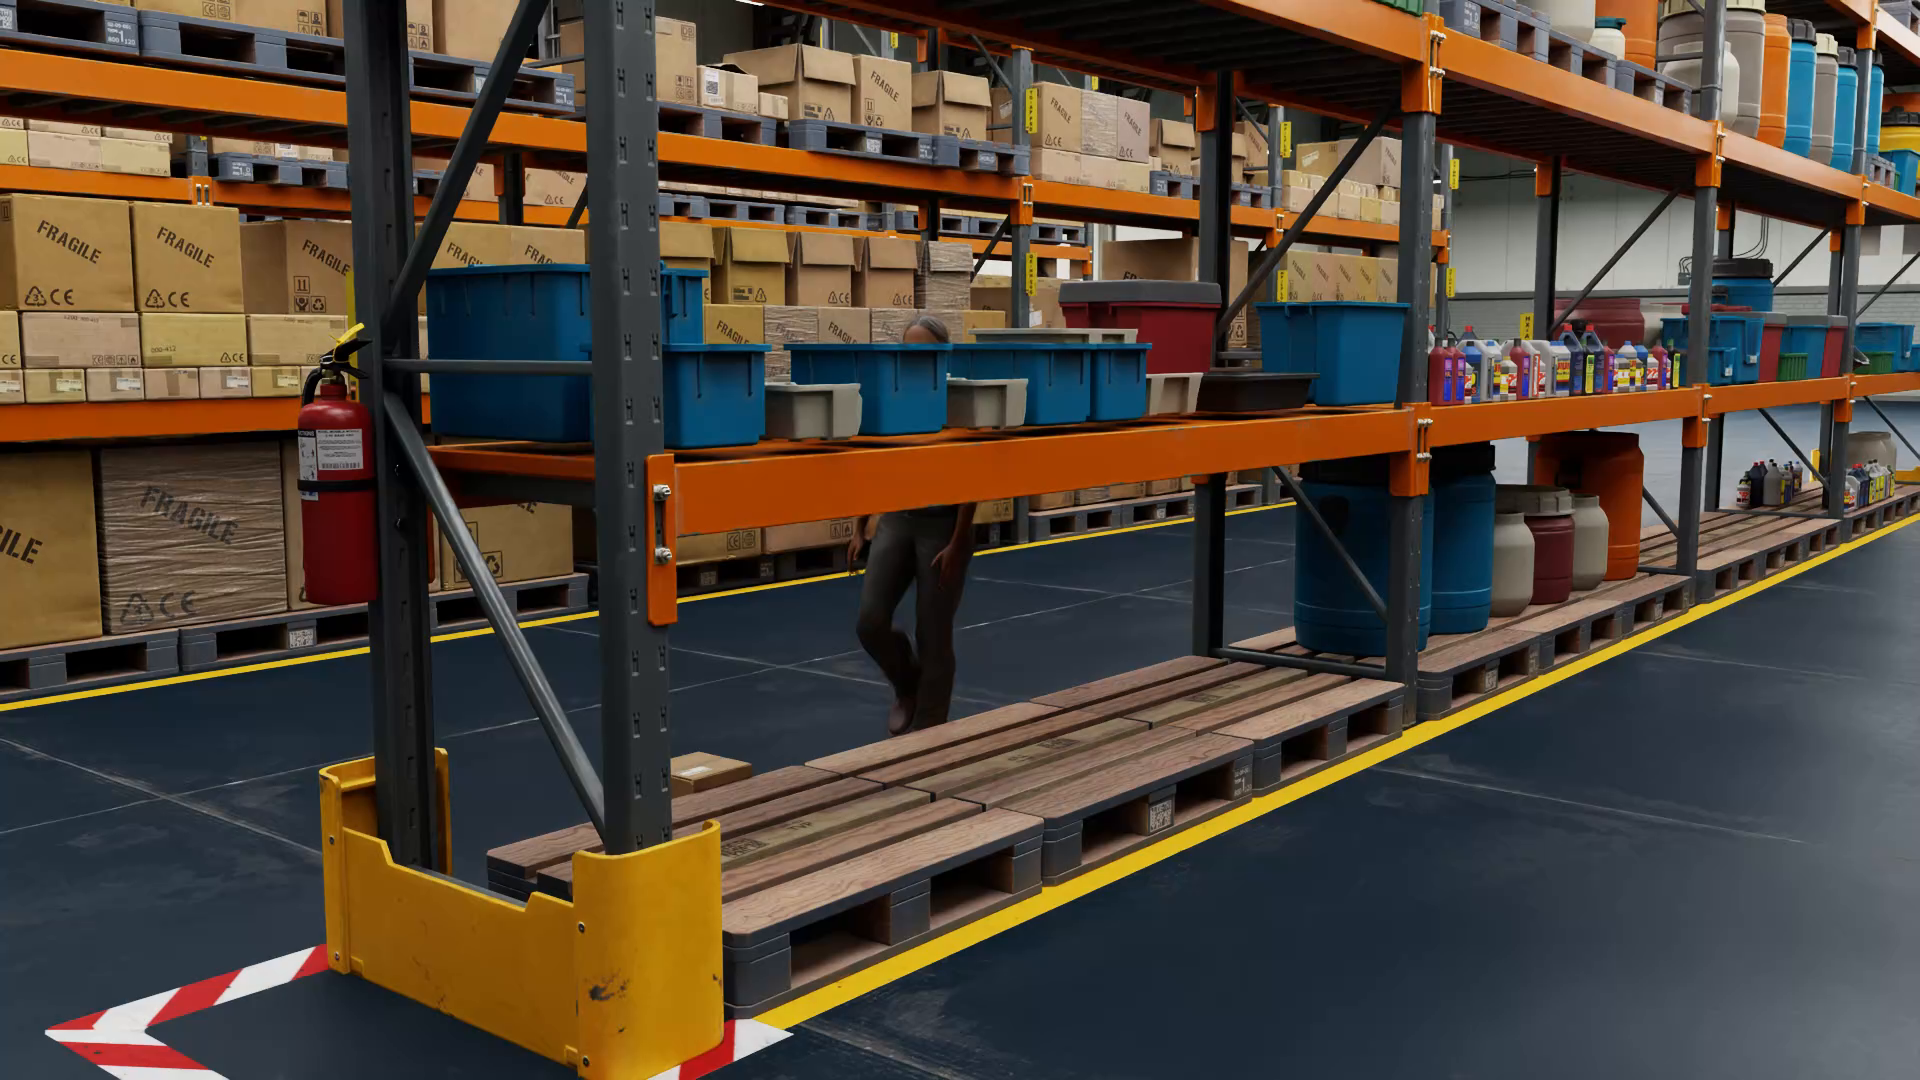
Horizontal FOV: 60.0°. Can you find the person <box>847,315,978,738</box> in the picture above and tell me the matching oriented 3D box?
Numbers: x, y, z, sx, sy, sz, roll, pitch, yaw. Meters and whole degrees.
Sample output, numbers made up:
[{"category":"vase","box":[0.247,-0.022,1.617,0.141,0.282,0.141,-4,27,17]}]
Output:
[{"category":"person","box":[-0.151,-0.009,6.209,0.553,1.648,0.465,3,8,26]}]
